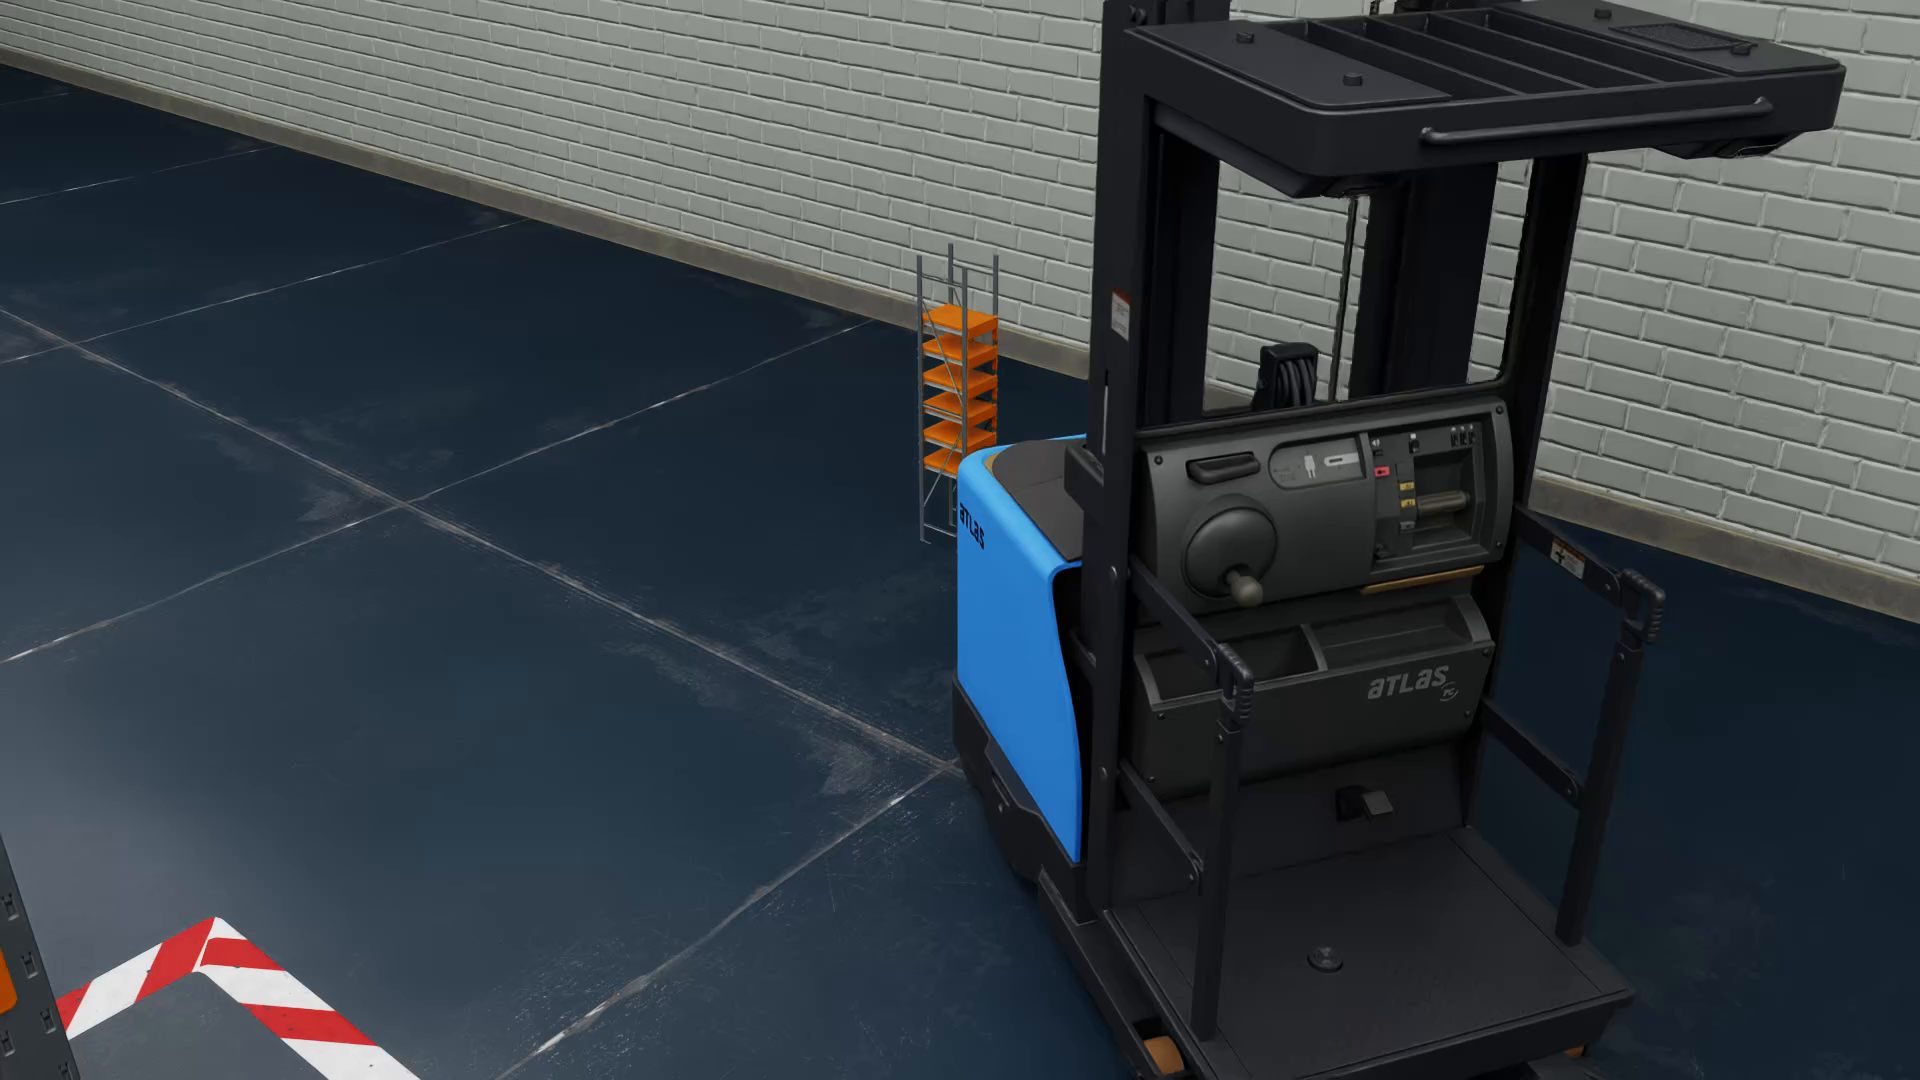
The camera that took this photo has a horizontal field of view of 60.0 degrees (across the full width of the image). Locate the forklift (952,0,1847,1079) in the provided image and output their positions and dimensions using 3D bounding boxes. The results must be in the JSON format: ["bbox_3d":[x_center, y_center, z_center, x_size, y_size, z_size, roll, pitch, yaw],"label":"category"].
[{"bbox_3d":[0.934,-0.045,3.648,1.130,2.935,3.031,-9,29,-17],"label":"forklift"}]

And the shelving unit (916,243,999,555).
[{"bbox_3d":[-0.009,-0.528,6.464,0.258,1.200,0.189,21,34,34],"label":"shelving unit"}]

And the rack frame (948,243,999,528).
[{"bbox_3d":[0.049,-0.560,6.527,0.240,1.200,0.006,21,34,34],"label":"rack frame"}]

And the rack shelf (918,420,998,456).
[{"bbox_3d":[-0.009,-0.382,6.540,0.258,0.103,0.180,21,34,34],"label":"rack shelf"}]

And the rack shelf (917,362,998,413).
[{"bbox_3d":[-0.009,-0.595,6.430,0.258,0.103,0.180,21,34,34],"label":"rack shelf"}]

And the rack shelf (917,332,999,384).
[{"bbox_3d":[-0.009,-0.701,6.375,0.258,0.103,0.180,21,34,34],"label":"rack shelf"}]

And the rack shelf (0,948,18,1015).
[{"bbox_3d":[-3.383,1.242,1.867,1.077,0.370,4.000,21,34,34],"label":"rack shelf"}]

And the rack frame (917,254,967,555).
[{"bbox_3d":[-0.067,-0.495,6.402,0.240,1.200,0.006,21,34,34],"label":"rack frame"}]

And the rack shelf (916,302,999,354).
[{"bbox_3d":[-0.009,-0.808,6.319,0.258,0.103,0.180,21,34,34],"label":"rack shelf"}]

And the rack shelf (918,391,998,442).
[{"bbox_3d":[-0.009,-0.488,6.485,0.258,0.103,0.180,21,34,34],"label":"rack shelf"}]

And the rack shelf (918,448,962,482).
[{"bbox_3d":[-0.009,-0.275,6.595,0.258,0.103,0.180,21,34,34],"label":"rack shelf"}]
